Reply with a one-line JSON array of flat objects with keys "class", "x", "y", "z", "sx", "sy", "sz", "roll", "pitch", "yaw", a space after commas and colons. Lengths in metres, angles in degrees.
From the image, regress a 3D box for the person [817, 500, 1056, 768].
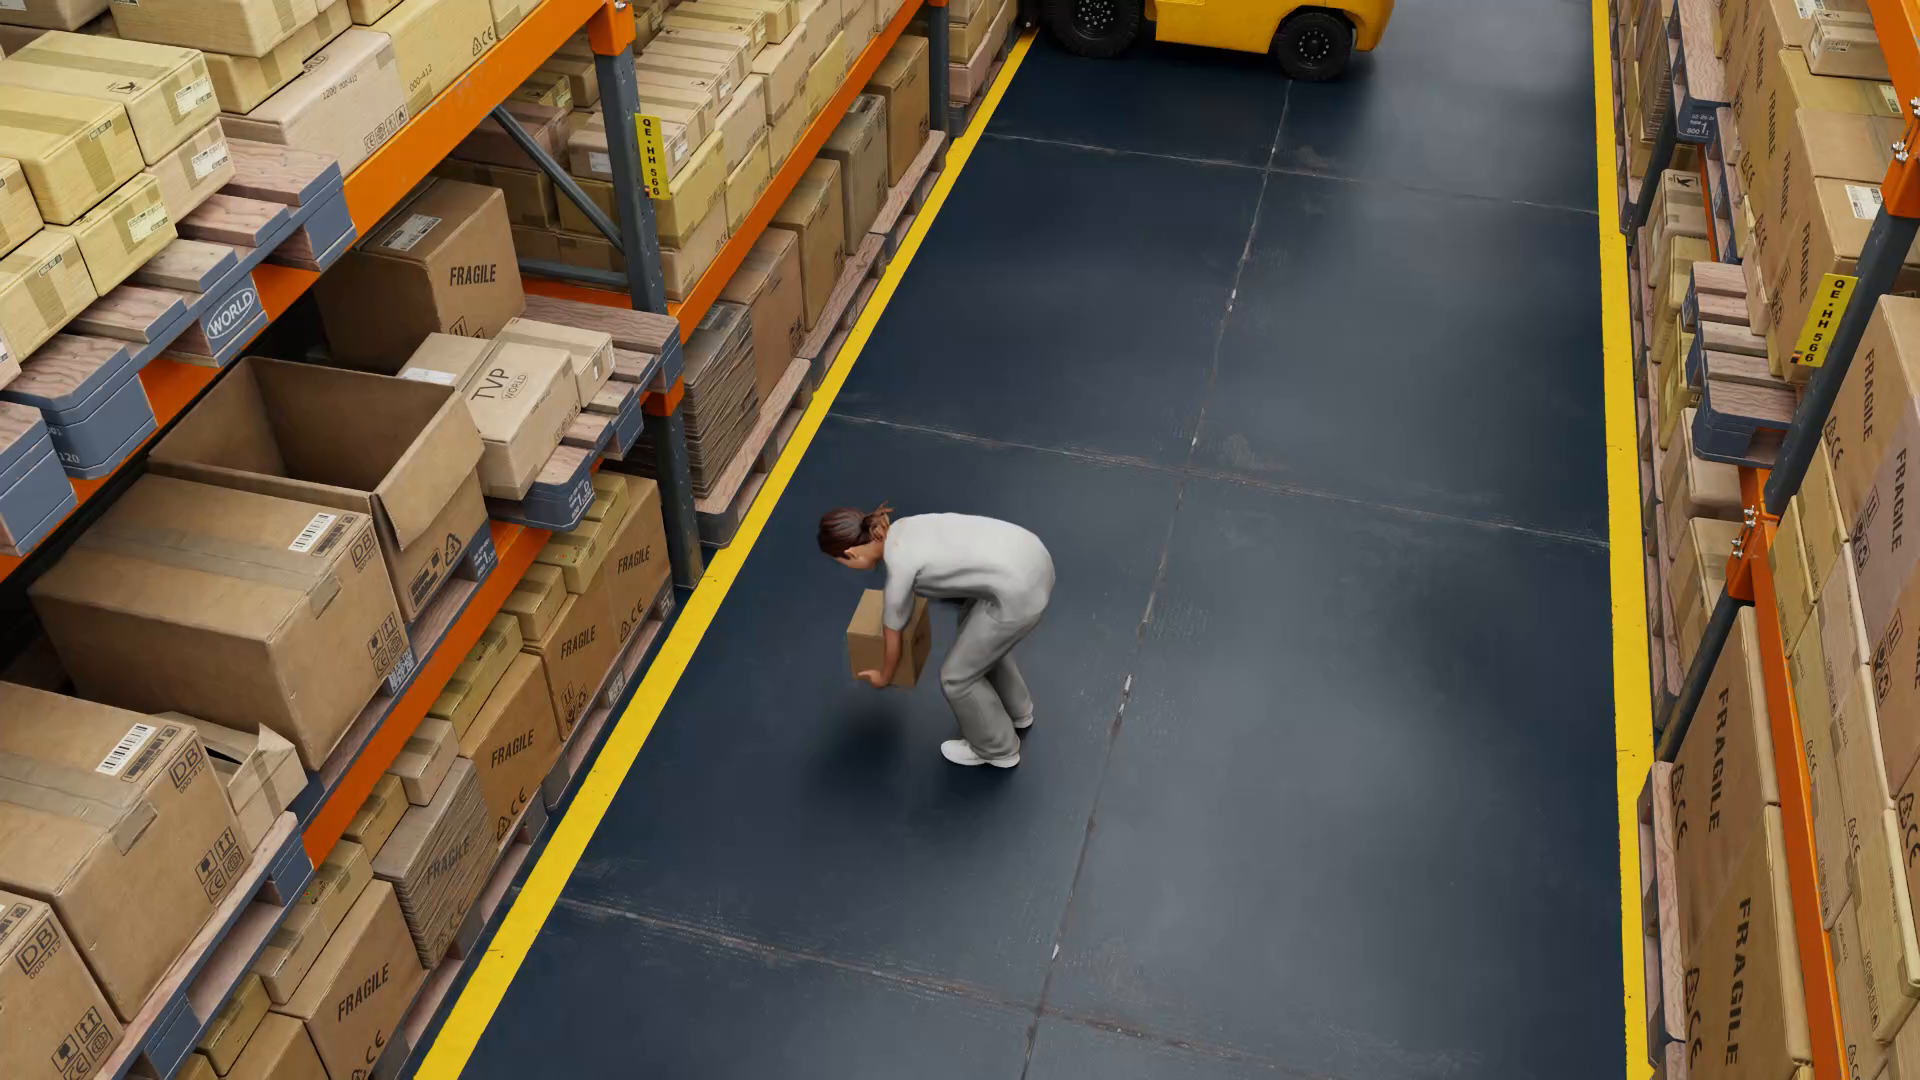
[{"class": "person", "x": -0.095, "y": 0.338, "z": 6.231, "sx": 0.870, "sy": 1.074, "sz": 0.431, "roll": 9, "pitch": 42, "yaw": 10}]
